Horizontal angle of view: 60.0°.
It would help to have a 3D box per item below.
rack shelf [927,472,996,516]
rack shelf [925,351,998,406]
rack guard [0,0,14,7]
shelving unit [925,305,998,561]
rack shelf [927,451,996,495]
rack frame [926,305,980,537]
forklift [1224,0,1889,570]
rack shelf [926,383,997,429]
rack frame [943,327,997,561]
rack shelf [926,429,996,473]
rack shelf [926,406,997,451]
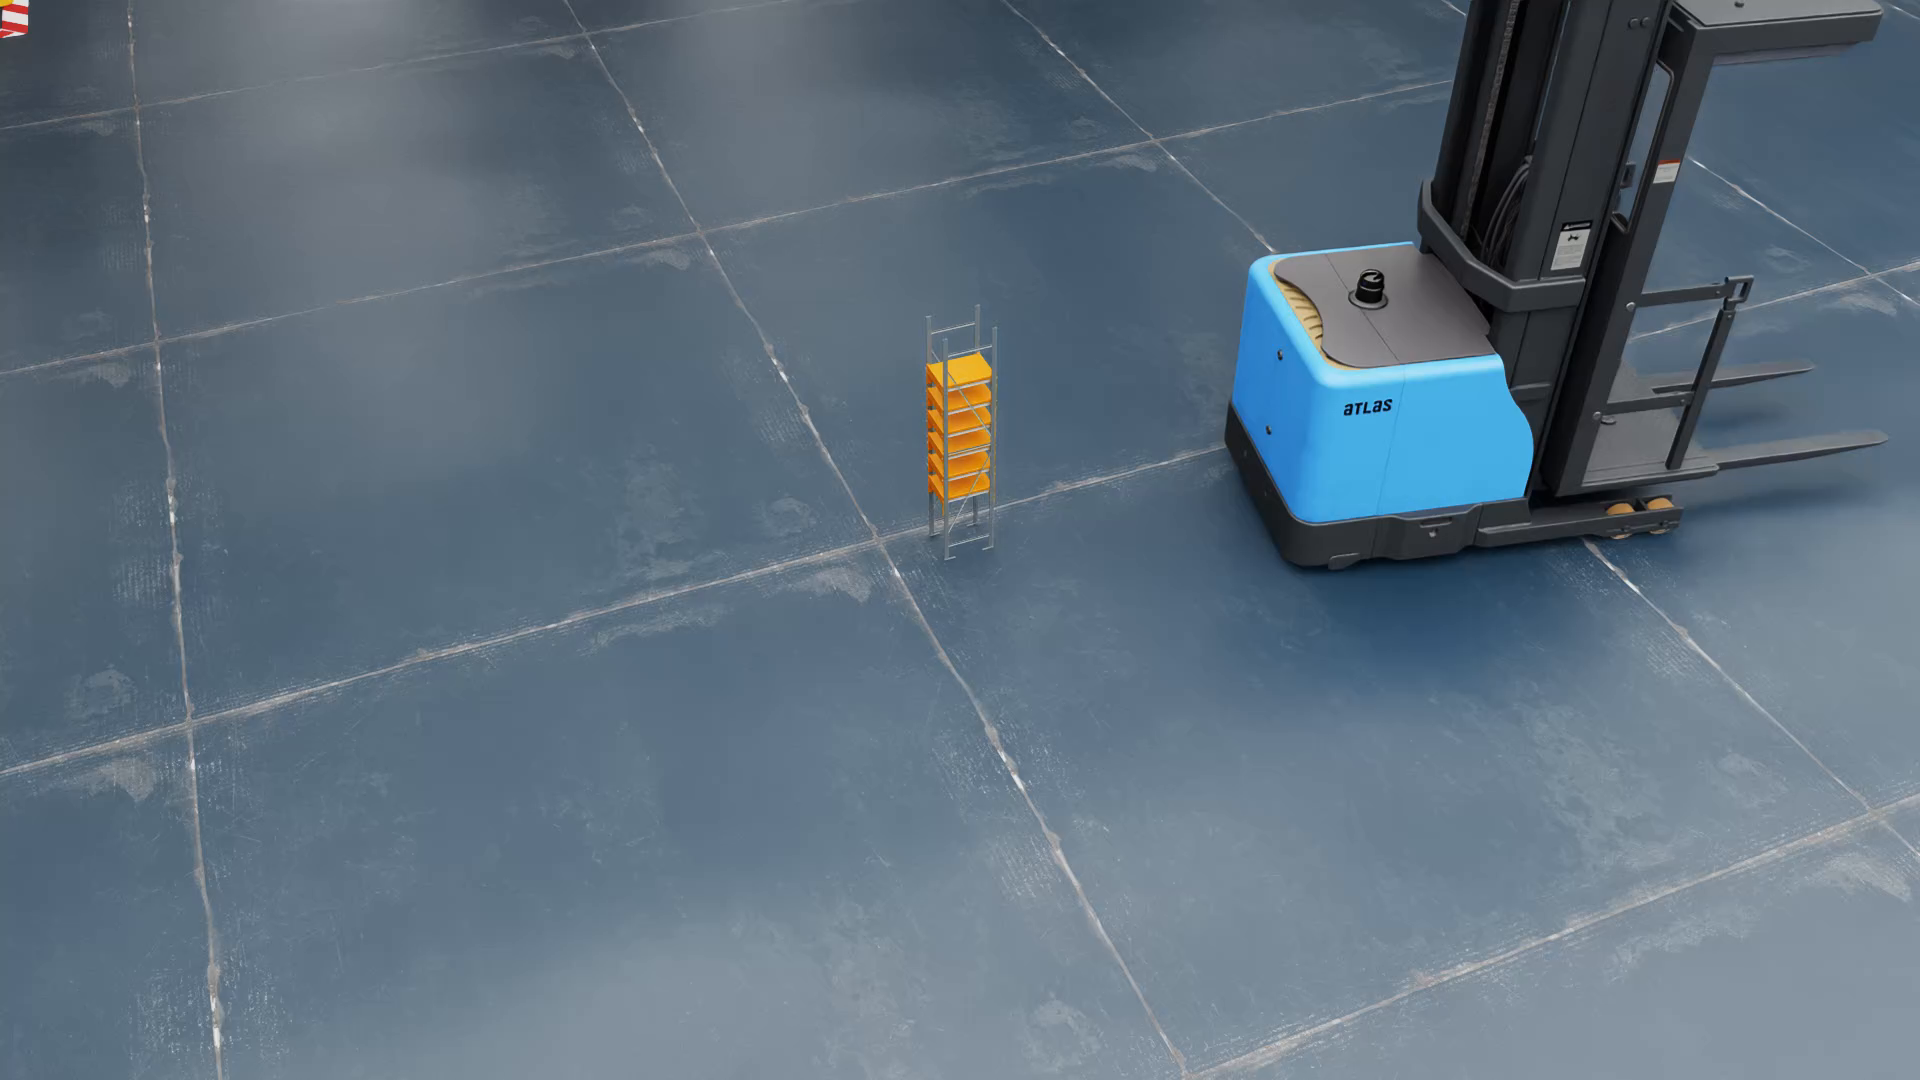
[{"bbox_3d":[0.006,-0.231,7.453,0.258,0.103,0.180,-15,43,-17],"label":"rack shelf"},{"bbox_3d":[0.006,-0.685,7.062,0.258,0.103,0.180,-15,43,-17],"label":"rack shelf"},{"bbox_3d":[-7.583,-4.091,12.043,1.175,0.500,0.348,-15,43,-17],"label":"rack guard"},{"bbox_3d":[0.006,-0.446,7.267,0.258,1.200,0.189,-15,43,-17],"label":"shelving unit"},{"bbox_3d":[0.006,-0.322,7.374,0.258,0.103,0.180,-15,43,-17],"label":"rack shelf"},{"bbox_3d":[-0.029,-0.501,7.331,0.240,1.200,0.006,-15,43,-17],"label":"rack frame"},{"bbox_3d":[2.859,-1.449,7.105,3.031,2.935,1.130,-7,41,-8],"label":"forklift"},{"bbox_3d":[0.006,-0.594,7.140,0.258,0.103,0.180,-15,43,-17],"label":"rack shelf"},{"bbox_3d":[0.041,-0.391,7.203,0.240,1.200,0.006,-15,43,-17],"label":"rack frame"},{"bbox_3d":[0.006,-0.413,7.296,0.258,0.103,0.180,-15,43,-17],"label":"rack shelf"},{"bbox_3d":[0.006,-0.504,7.218,0.258,0.103,0.180,-15,43,-17],"label":"rack shelf"}]
